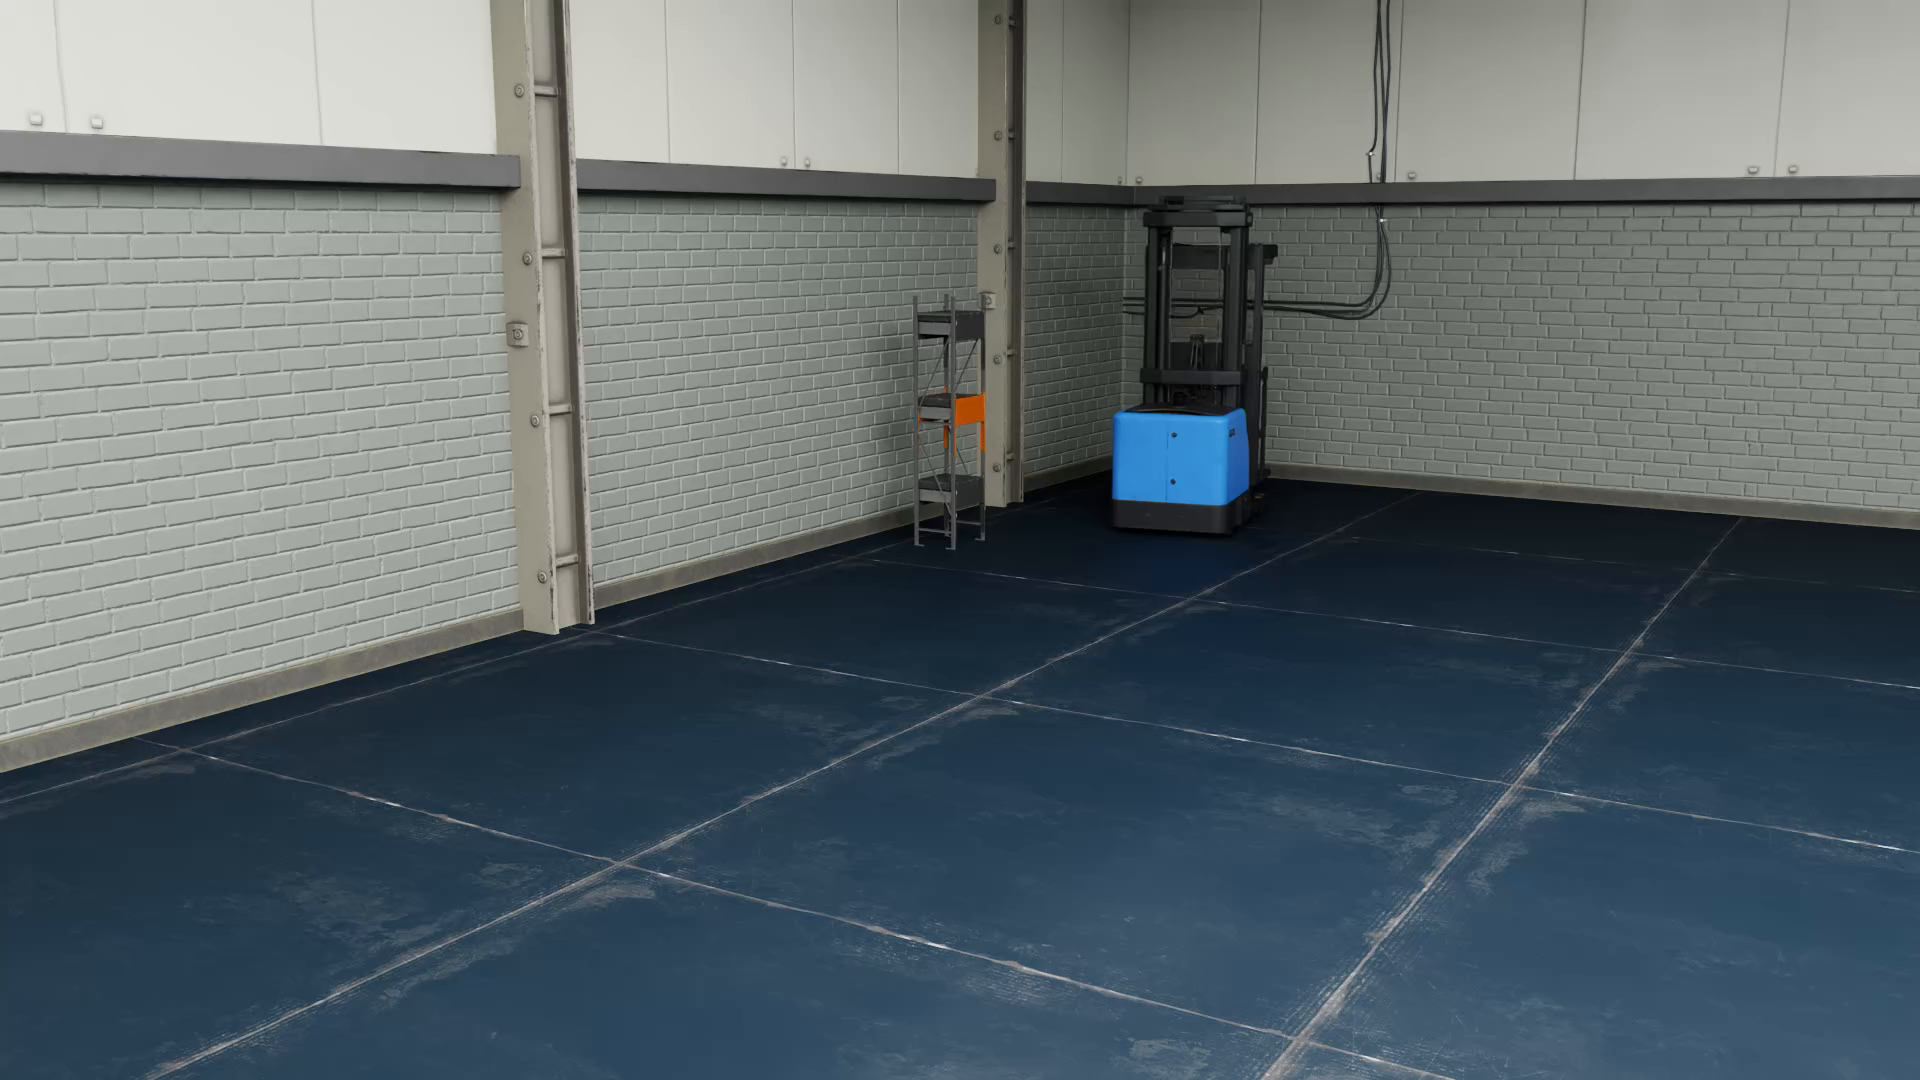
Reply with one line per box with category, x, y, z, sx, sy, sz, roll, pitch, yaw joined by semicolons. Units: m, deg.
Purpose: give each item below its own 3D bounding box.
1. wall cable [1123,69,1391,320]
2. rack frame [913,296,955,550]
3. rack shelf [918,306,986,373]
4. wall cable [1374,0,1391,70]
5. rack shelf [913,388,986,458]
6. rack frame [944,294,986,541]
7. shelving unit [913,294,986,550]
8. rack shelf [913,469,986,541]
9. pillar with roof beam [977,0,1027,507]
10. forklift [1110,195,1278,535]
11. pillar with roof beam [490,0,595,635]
wall cable;3.054;-3.596;17.558;3.097;2.526;0.112;6;12;31
rack frame;-0.213;-0.968;13.831;0.400;2.100;0.015;6;12;31
rack shelf;-0.086;-1.681;13.910;0.431;0.518;0.480;6;12;31
wall cable;5.367;-5.820;15.713;3.097;2.526;0.112;6;12;31
rack shelf;-0.086;-0.993;14.039;0.431;0.518;0.480;6;12;31
rack frame;0.041;-1.044;14.241;0.400;2.100;0.015;6;12;31
shelving unit;-0.086;-1.006;14.036;0.431;2.100;0.503;6;12;31
rack shelf;-0.086;-0.305;14.168;0.431;0.518;0.480;6;12;31
pillar with roof beam;4.074;-4.374;13.276;9.100;9.000;0.400;6;12;31
forklift;2.319;-1.714;15.557;1.130;2.935;3.031;4;11;20
pillar with roof beam;0.959;-3.430;8.235;9.100;9.000;0.400;6;12;31
